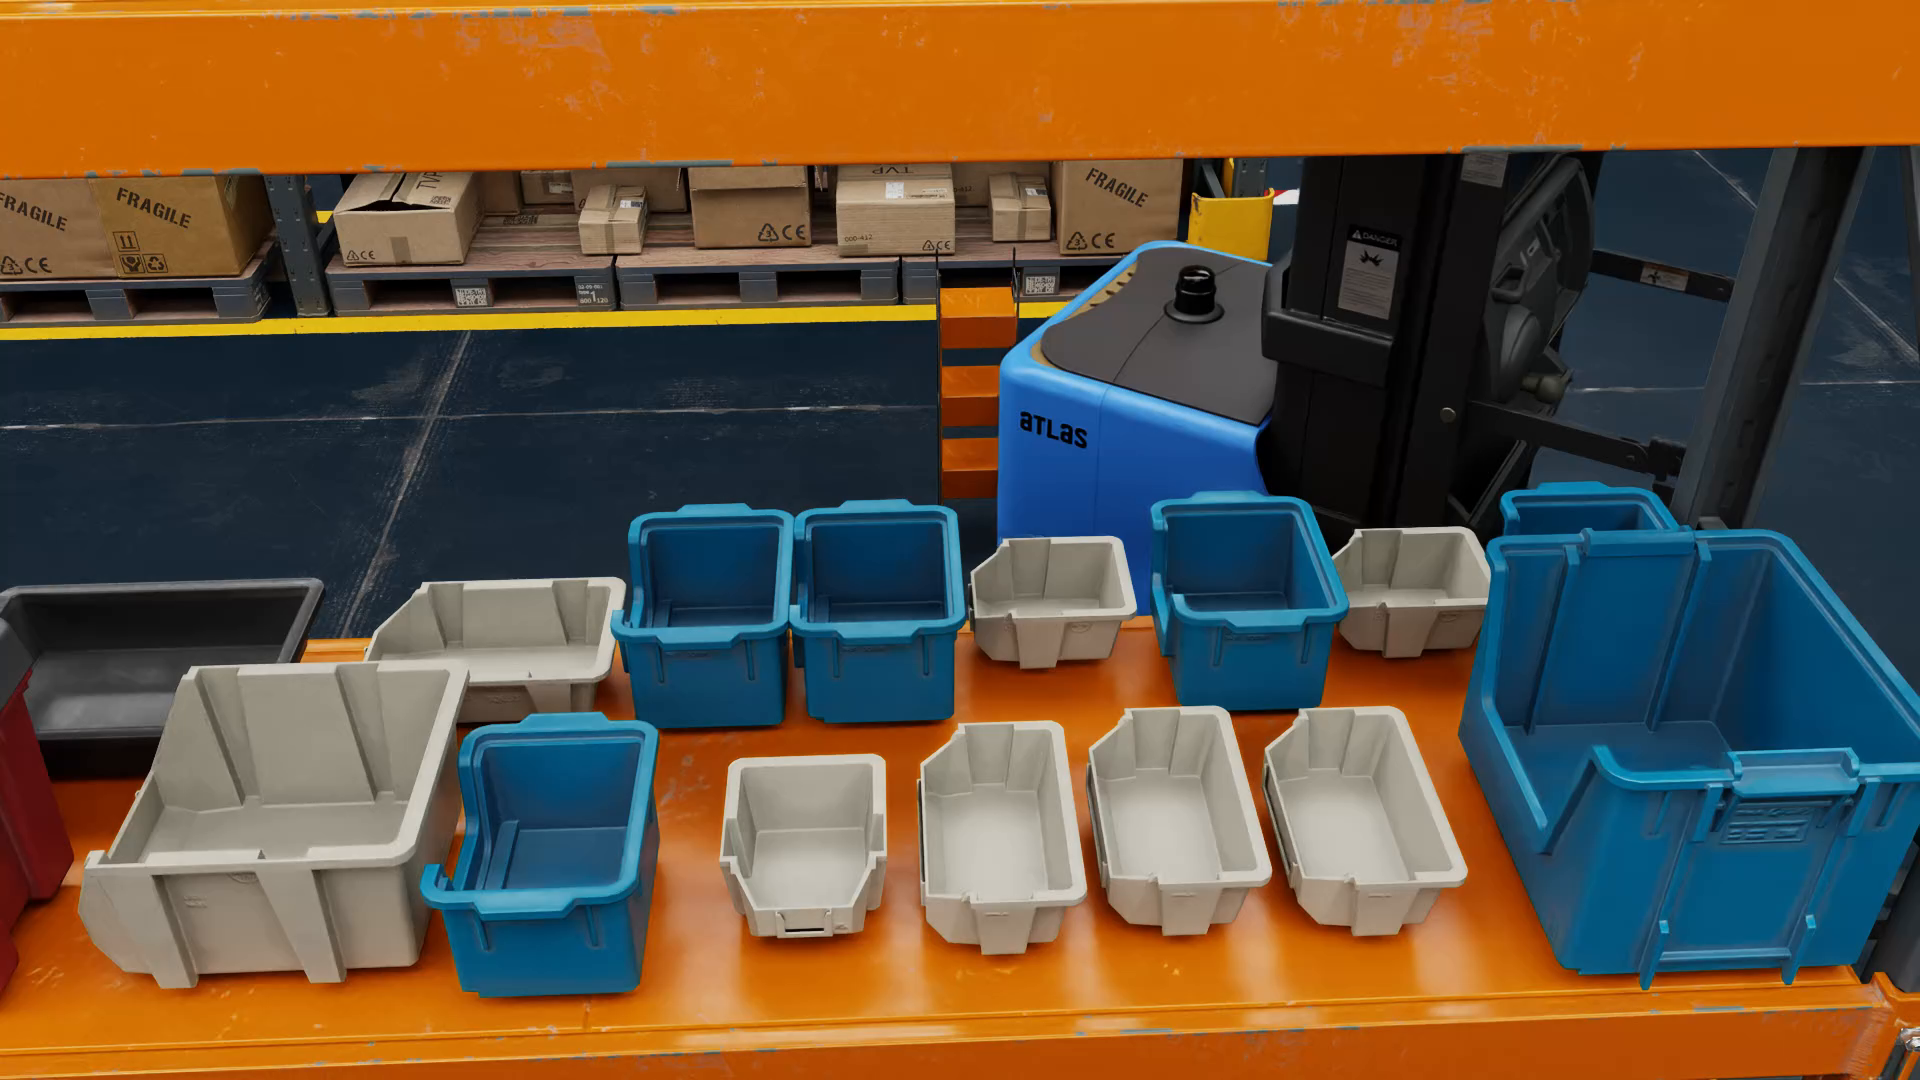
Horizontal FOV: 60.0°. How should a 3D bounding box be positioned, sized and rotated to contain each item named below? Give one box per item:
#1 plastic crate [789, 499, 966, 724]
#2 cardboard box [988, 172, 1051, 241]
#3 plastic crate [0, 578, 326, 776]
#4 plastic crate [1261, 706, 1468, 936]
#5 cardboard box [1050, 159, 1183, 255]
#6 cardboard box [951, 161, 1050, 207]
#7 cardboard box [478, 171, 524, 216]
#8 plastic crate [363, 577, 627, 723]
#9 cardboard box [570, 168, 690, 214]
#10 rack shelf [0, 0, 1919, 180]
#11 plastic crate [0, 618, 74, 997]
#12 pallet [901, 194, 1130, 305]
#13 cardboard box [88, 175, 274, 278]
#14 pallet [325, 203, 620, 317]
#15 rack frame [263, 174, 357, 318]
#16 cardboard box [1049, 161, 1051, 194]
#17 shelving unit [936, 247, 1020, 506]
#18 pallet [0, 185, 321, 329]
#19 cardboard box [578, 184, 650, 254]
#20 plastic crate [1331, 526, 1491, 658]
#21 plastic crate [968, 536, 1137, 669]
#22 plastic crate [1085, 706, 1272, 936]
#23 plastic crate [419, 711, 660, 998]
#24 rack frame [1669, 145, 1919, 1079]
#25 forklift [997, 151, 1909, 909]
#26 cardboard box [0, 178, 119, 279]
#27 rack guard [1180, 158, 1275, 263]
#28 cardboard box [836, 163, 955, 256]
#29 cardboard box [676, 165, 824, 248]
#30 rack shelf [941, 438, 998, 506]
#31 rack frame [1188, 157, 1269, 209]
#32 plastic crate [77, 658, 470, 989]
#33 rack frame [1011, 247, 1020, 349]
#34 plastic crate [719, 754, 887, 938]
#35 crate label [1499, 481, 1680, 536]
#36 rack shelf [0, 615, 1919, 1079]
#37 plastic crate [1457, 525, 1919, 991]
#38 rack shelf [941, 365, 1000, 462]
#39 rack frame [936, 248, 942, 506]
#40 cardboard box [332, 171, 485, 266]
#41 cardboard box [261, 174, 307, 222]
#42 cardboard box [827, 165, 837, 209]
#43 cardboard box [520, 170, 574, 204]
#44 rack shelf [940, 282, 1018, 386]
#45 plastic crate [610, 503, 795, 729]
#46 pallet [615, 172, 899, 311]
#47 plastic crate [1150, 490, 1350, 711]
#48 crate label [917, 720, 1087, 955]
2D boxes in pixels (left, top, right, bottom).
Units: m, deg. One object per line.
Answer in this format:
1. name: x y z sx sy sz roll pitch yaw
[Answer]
1. plastic crate: -0.147 0.139 3.008 0.300 0.233 0.416 -2 35 -2
2. cardboard box: 0.259 -1.478 7.353 0.250 0.166 0.380 -2 35 -2
3. plastic crate: -1.460 0.253 2.938 0.590 0.125 0.437 -2 35 -2
4. plastic crate: 0.624 0.448 2.646 0.243 0.136 0.396 -2 35 -2
5. cardboard box: 0.668 -1.575 7.200 0.500 0.500 0.500 -2 35 -2
6. cardboard box: 0.143 -1.760 7.687 0.500 0.250 0.500 -2 35 -2
7. cardboard box: -2.241 -1.798 7.522 0.500 0.500 0.500 -2 35 -2
8. plastic crate: -0.840 0.213 2.985 0.466 0.136 0.293 -2 35 -2
9. cardboard box: -1.491 -1.741 7.605 0.500 0.311 0.500 -2 35 -2
10. rack shelf: -0.568 -0.644 2.041 4.000 0.370 1.077 -2 35 -2
11. plastic crate: -1.662 0.415 2.406 0.583 0.464 0.402 -2 35 -2
12. pallet: 0.327 -1.406 7.596 1.213 0.211 1.003 -2 35 -2
13. cardboard box: -3.276 -1.445 7.013 0.500 0.500 0.500 -2 35 -2
14. pallet: -2.110 -1.340 7.501 1.213 0.211 1.003 -2 35 -2
15. rack frame: -2.796 -2.469 6.681 0.127 3.000 1.000 -2 35 -2
16. cardboard box: 0.515 -1.770 7.774 0.250 0.166 0.380 -2 35 -2
17. shelving unit: 0.053 -0.433 5.453 0.252 1.050 0.215 -2 35 -2
18. pallet: -3.607 -1.278 7.412 1.213 0.211 1.003 -2 35 -2
19. cardboard box: -1.503 -1.402 7.243 0.250 0.166 0.380 -2 35 -2
20. plastic crate: 0.844 0.104 3.142 0.298 0.136 0.250 -2 35 -2
21. plastic crate: 0.166 0.123 3.116 0.298 0.136 0.250 -2 35 -2
22. plastic crate: 0.334 0.448 2.646 0.243 0.136 0.396 -2 35 -2
23. plastic crate: -0.609 0.485 2.508 0.300 0.233 0.416 -2 35 -2
24. rack frame: 1.430 0.239 2.768 0.127 3.000 1.000 -2 35 -2
25. forklift: 1.620 -0.618 4.068 3.031 2.935 1.130 19 39 25
26. cardboard box: -3.770 -1.437 7.000 0.500 0.500 0.500 -1 35 -2
27. rack guard: 1.123 -1.546 7.545 0.348 0.500 1.175 -2 35 -2
28. cardboard box: -0.283 -1.463 7.258 0.500 0.250 0.500 -2 35 -2
29. cardboard box: -0.920 -1.677 7.344 0.637 0.503 0.797 -2 35 -2
30. rack shelf: 0.053 -0.196 5.618 0.240 0.259 0.215 -2 35 -2
31. rack frame: 1.199 -2.576 6.837 0.127 3.000 1.000 -2 35 -2
32. plastic crate: -1.031 0.435 2.537 0.530 0.282 0.437 -2 35 -2
33. rack frame: 0.175 -0.436 5.458 0.008 1.050 0.200 -2 35 -2
34. plastic crate: -0.238 0.488 2.589 0.250 0.136 0.298 -2 35 -2
35. crate label: 1.168 0.103 3.060 0.303 0.233 0.416 -2 35 -2
36. rack shelf: -0.568 0.589 2.895 4.000 0.370 1.077 -2 35 -2
37. plastic crate: 1.104 0.315 2.575 0.499 0.435 0.616 -2 35 -2
38. rack shelf: 0.053 -0.424 5.459 0.240 0.259 0.215 -2 35 -2
39. rack frame: -0.068 -0.430 5.449 0.008 1.050 0.200 -2 35 -2
40. cardboard box: -2.367 -1.432 7.160 0.500 0.311 0.500 -2 35 -2
41. cardboard box: -3.291 -1.747 7.449 0.500 0.500 0.500 -3 35 -4
42. cardboard box: -0.356 -1.746 7.667 0.500 0.250 0.500 -2 35 -2
43. cardboard box: -1.869 -1.698 7.686 0.250 0.149 0.380 -2 35 -2
44. rack shelf: 0.053 -0.658 5.298 0.240 0.259 0.215 -2 35 -2
45. plastic crate: -0.447 0.147 2.997 0.300 0.233 0.416 -2 35 -2
46. pallet: -0.889 -1.374 7.551 1.213 0.211 1.003 -2 35 -2
47. plastic crate: 0.510 0.121 3.034 0.300 0.233 0.416 -2 35 -2
48. crate label: 0.057 0.469 2.615 0.243 0.136 0.396 -2 35 -2
